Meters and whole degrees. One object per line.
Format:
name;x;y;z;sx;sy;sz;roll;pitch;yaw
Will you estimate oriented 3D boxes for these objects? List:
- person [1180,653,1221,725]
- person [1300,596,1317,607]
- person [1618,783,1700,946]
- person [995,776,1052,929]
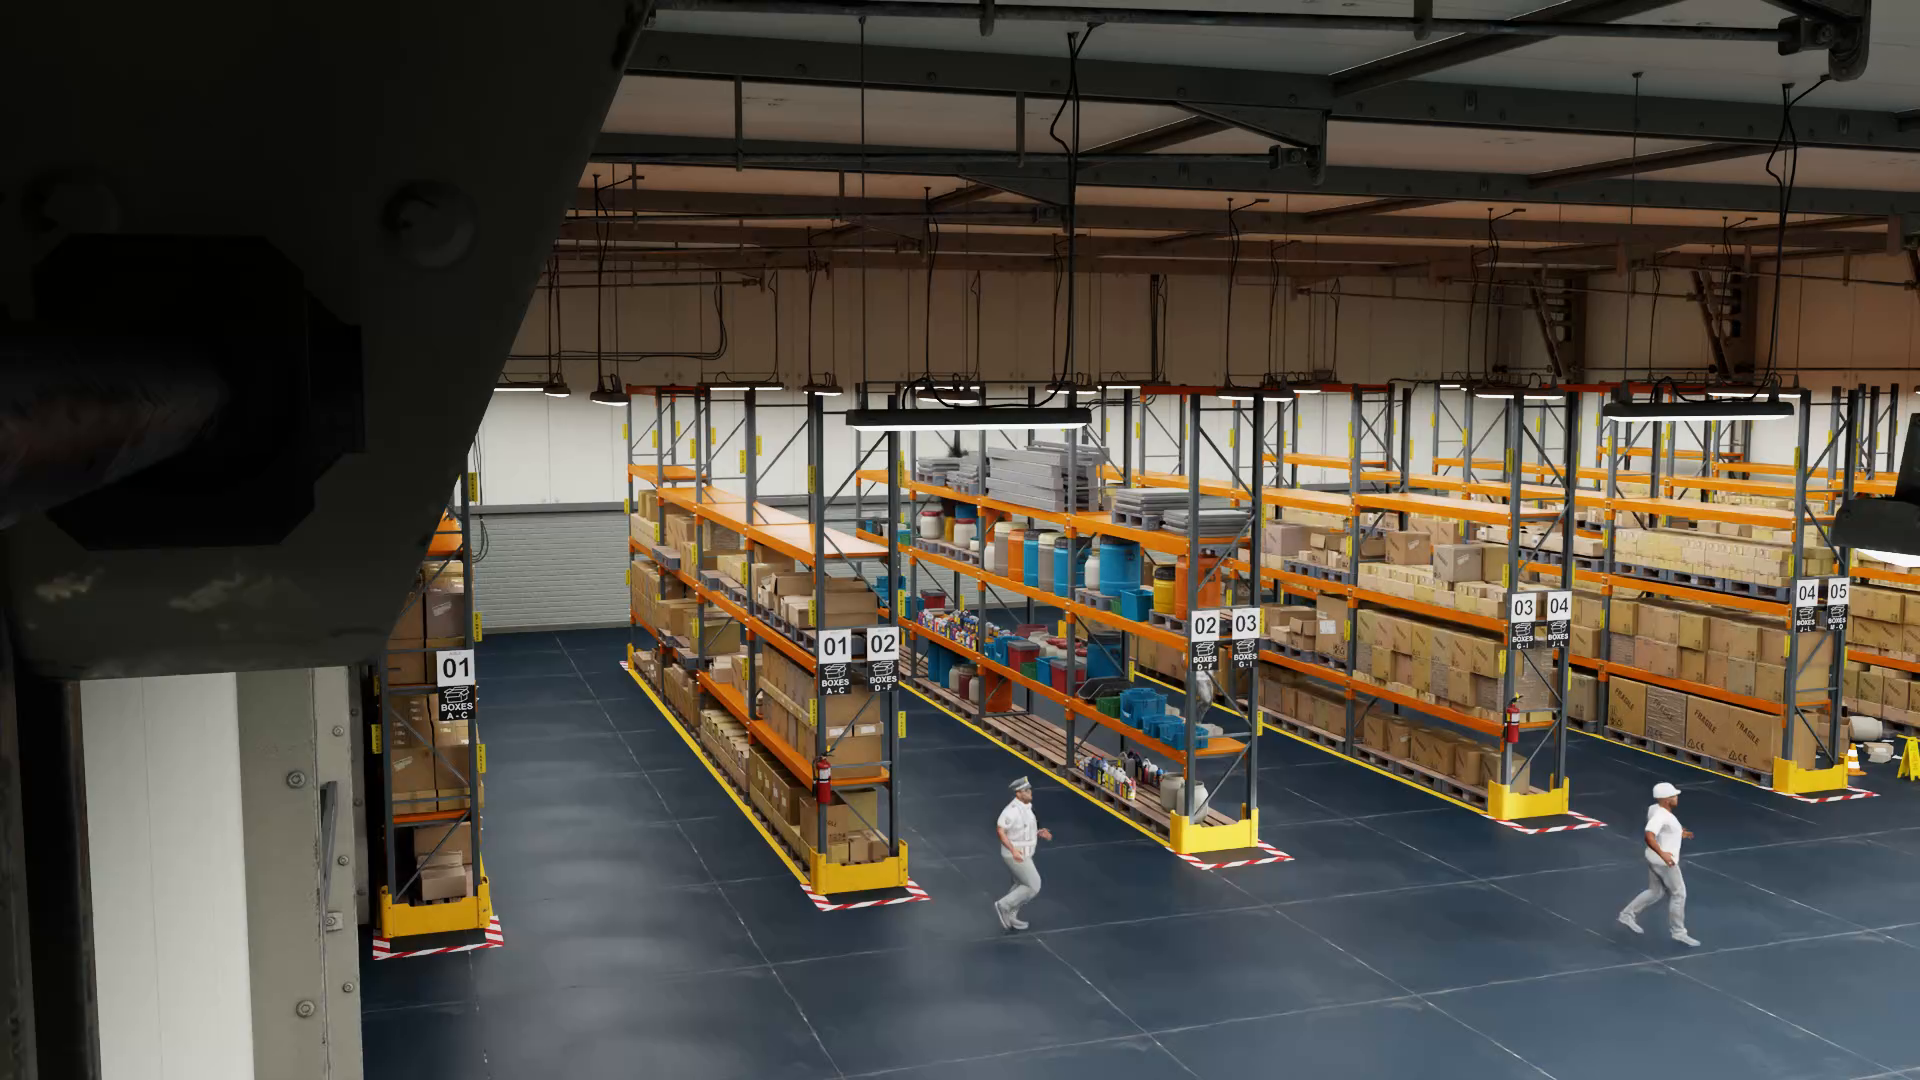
person;4.279;2.448;29.067;0.668;1.738;0.634;-4;7;-32
person;8.848;1.122;41.922;1.049;1.792;0.719;-2;6;-17
person;7.734;3.550;18.323;0.841;1.789;0.688;1;6;9
person;0.724;3.524;18.791;0.612;1.753;0.645;1;6;12
